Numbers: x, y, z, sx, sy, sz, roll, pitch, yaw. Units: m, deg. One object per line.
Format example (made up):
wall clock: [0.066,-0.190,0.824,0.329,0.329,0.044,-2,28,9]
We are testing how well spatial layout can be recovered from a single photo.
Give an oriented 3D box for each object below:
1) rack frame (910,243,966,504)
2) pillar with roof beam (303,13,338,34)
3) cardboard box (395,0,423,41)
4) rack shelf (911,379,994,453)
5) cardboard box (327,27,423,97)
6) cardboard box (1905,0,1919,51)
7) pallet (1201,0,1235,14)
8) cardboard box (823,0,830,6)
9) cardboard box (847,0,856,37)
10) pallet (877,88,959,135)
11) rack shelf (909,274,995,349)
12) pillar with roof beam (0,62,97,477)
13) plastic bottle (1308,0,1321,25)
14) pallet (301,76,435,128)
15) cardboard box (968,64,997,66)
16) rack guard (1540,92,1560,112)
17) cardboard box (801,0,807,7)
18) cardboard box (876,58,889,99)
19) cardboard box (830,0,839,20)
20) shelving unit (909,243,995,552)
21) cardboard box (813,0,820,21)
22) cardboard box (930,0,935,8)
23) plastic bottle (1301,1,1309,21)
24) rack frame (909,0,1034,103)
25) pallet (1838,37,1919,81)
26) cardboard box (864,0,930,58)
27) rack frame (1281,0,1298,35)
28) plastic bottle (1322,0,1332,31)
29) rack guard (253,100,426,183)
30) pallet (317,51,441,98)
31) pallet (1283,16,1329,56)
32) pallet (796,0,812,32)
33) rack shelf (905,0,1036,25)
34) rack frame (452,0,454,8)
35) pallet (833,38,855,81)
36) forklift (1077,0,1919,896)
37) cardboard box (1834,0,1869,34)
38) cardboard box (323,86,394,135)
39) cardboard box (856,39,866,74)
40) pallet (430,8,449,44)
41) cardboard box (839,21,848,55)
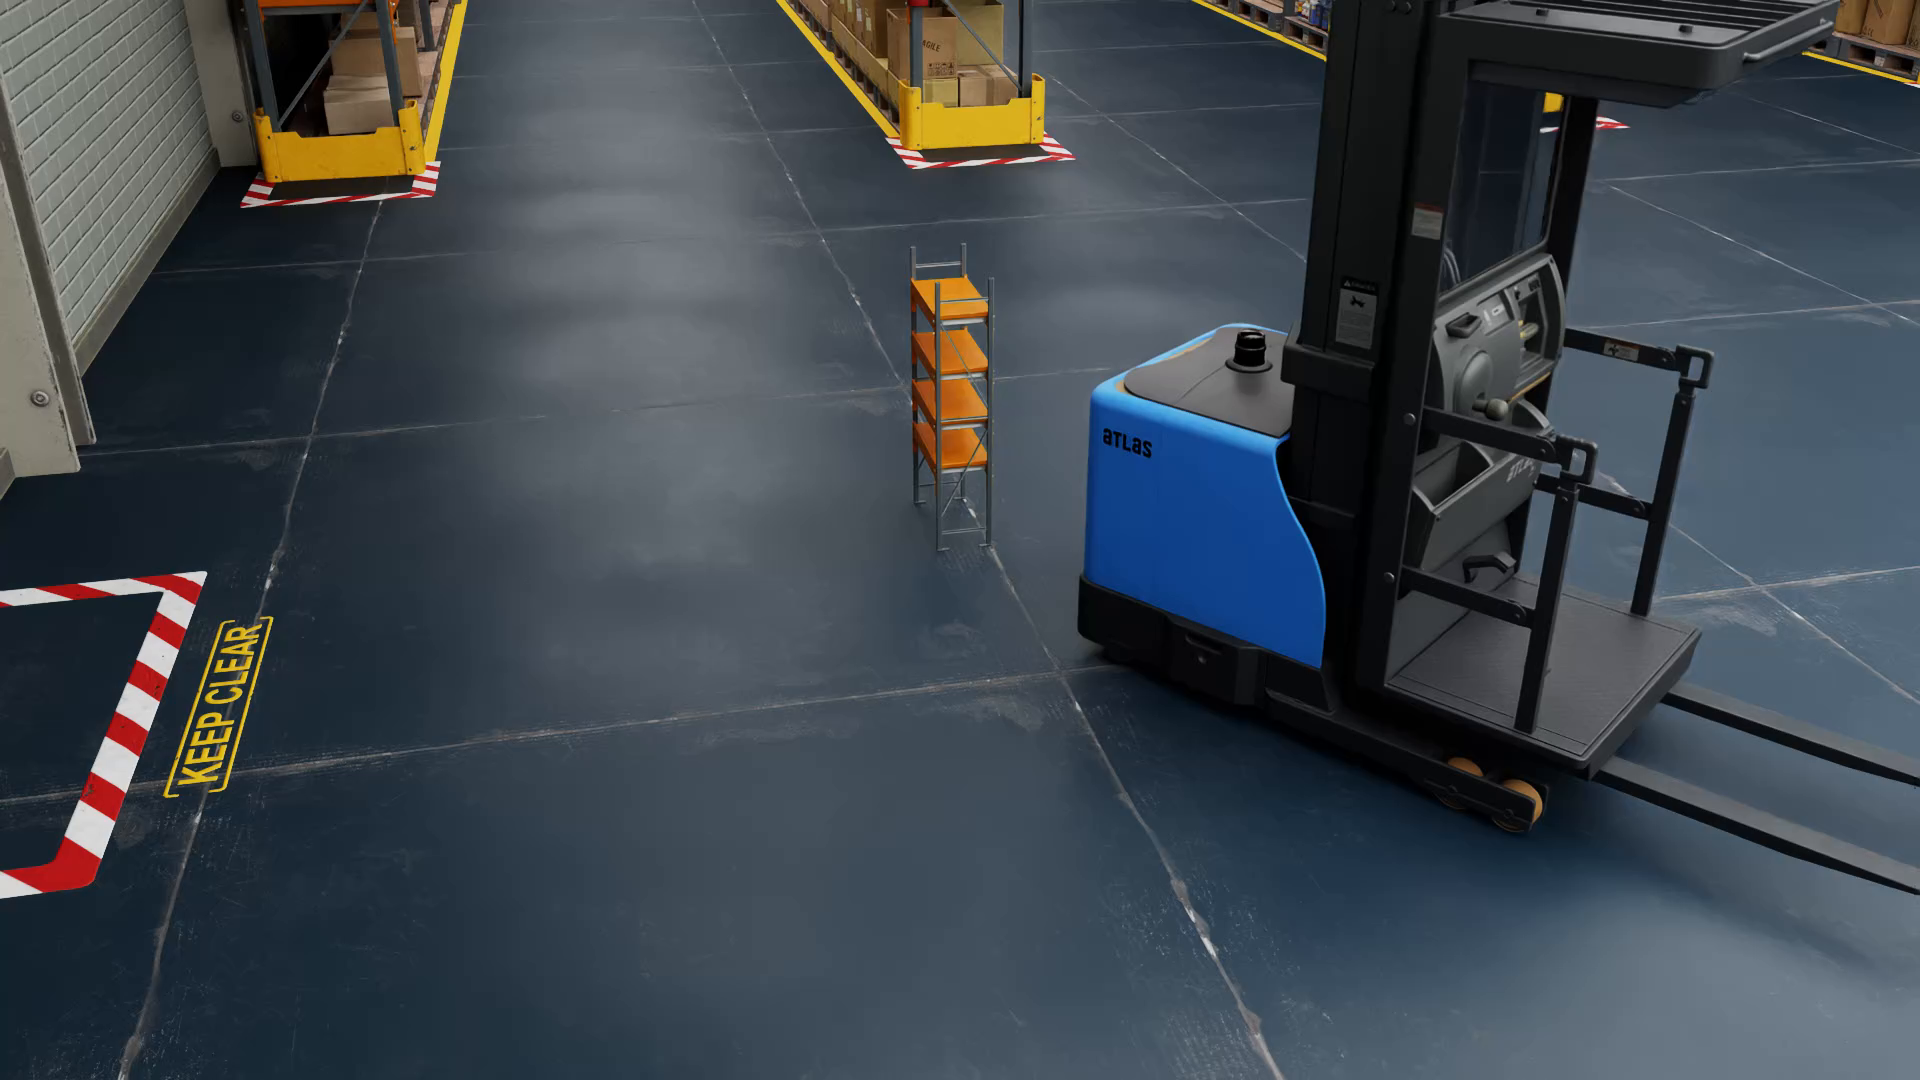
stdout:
rack frame: [-0.092,-0.715,7.336,0.240,1.200,0.015,-6,27,-12]
pillar with roof beam: [-2.891,-10.118,17.309,9.100,9.000,0.400,-6,27,-12]
cardboard box: [-5.817,-5.307,16.721,0.700,0.500,0.500,-5,27,-10]
rack shelf: [-0.037,-0.548,7.154,0.258,0.148,0.480,-6,27,-12]
cardboard box: [-5.046,-4.120,14.369,0.700,0.500,0.500,-8,28,-15]
cardboard box: [9.620,-5.005,16.146,0.500,0.500,0.500,-1,27,-2]
pallet: [3.525,-6.544,19.980,1.003,0.211,1.213,-6,27,-12]
cardboard box: [-1.180,-5.769,17.313,0.500,0.311,0.500,-6,27,-12]
cardboard box: [-0.784,-5.030,15.640,0.500,0.500,0.500,-6,27,-12]
pallet: [-0.121,-3.740,14.426,1.003,0.211,1.213,-6,27,-12]
rack shelf: [-0.037,-0.959,6.947,0.258,0.148,0.480,-6,27,-12]
pillar with roof beam: [-0.187,-4.850,6.872,9.100,9.000,0.400,-6,27,-12]
plastic bottle: [3.762,-5.568,17.487,0.152,0.276,0.135,-5,27,-10]
pallet: [-5.170,-3.832,14.609,1.003,0.211,1.213,-6,27,-12]
cardboard box: [0.072,-4.091,14.612,0.500,0.250,0.500,-6,27,-12]
rack guard: [4.856,-4.068,14.754,1.175,0.500,0.348,-6,27,-12]
cardboard box: [-1.526,-6.193,18.776,0.500,0.250,0.500,-5,27,-11]
cardboard box: [-0.441,-4.037,14.506,0.500,0.250,0.500,-6,27,-12]
cardboard box: [-1.010,-5.469,16.510,0.500,0.500,0.500,-6,27,-12]
shelving unit: [-0.037,-0.608,7.124,0.258,1.200,0.503,-6,27,-12]
cardboard box: [-1.297,-5.745,17.888,0.500,0.250,0.500,-6,27,-12]
cardboard box: [-0.051,-4.644,14.875,0.500,0.500,0.500,-6,27,-12]
plastic bottle: [3.685,-5.629,17.691,0.097,0.201,0.097,0,27,0]
rack frame: [0.092,-4.654,13.141,1.000,3.000,0.127,-6,27,-12]
pallet: [9.579,-4.807,16.539,1.003,0.211,1.213,-6,27,-12]
cardboard box: [-0.558,-4.591,14.771,0.500,0.500,0.500,-6,27,-12]
rack frame: [4.018,-6.911,17.614,1.000,3.000,0.127,-6,27,-12]
plastic bottle: [3.838,-5.446,17.162,0.144,0.351,0.185,-7,28,-14]
rack guard: [-4.750,-3.067,12.771,1.175,0.500,0.348,-6,27,-12]
pallet: [-5.449,-4.369,15.672,1.003,0.211,1.213,-6,27,-12]
pallet: [4.128,-5.367,17.649,1.003,0.211,1.213,-6,27,-12]
pallet: [-1.292,-6.021,18.945,1.003,0.211,1.213,-6,27,-12]
rack shelf: [-0.358,-5.211,15.043,1.077,0.370,4.000,-6,27,-12]
rack frame: [-6.536,-7.661,19.100,1.000,3.000,0.127,-6,27,-12]
pallet: [-0.671,-4.812,16.548,1.003,0.211,1.213,-6,27,-12]
forklift: [1.903,-0.633,5.252,3.031,2.935,1.130,21,34,35]
cardboard box: [9.330,-5.541,17.207,0.500,0.500,0.500,-3,27,-7]
cardboard box: [-4.801,-3.458,13.268,0.500,0.311,0.500,-9,28,-17]
cardboard box: [-0.666,-4.476,15.375,0.500,0.250,0.500,-6,27,-12]
pallet: [-6.090,-5.539,17.989,1.003,0.211,1.213,-6,27,-12]
cardboard box: [-0.892,-4.915,16.245,0.500,0.250,0.500,-6,27,-12]
